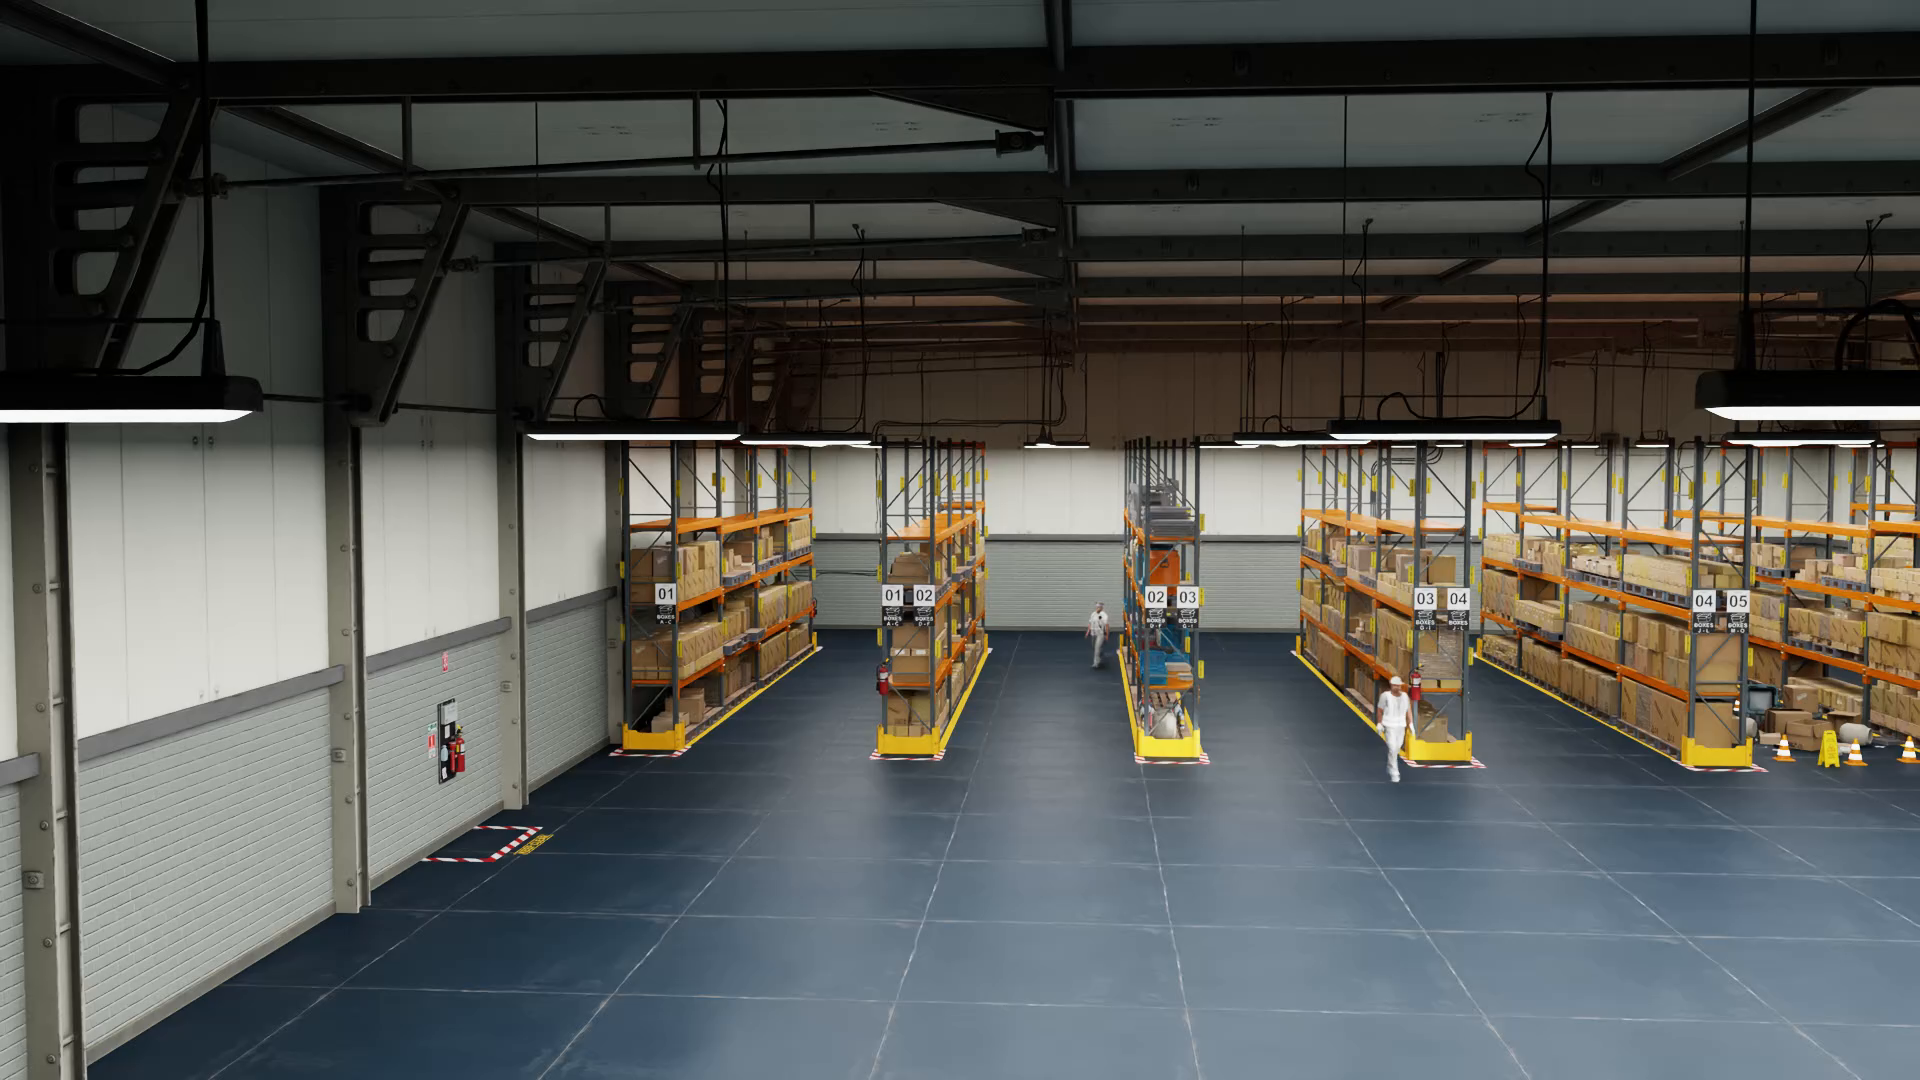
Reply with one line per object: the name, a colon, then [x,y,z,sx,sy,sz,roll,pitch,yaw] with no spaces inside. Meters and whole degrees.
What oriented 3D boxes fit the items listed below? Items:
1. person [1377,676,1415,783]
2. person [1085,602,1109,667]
person: [7.625,3.295,29.052,0.575,1.833,0.692,-1,3,-16]
person: [3.680,2.483,44.176,0.601,1.717,1.086,2,4,32]
